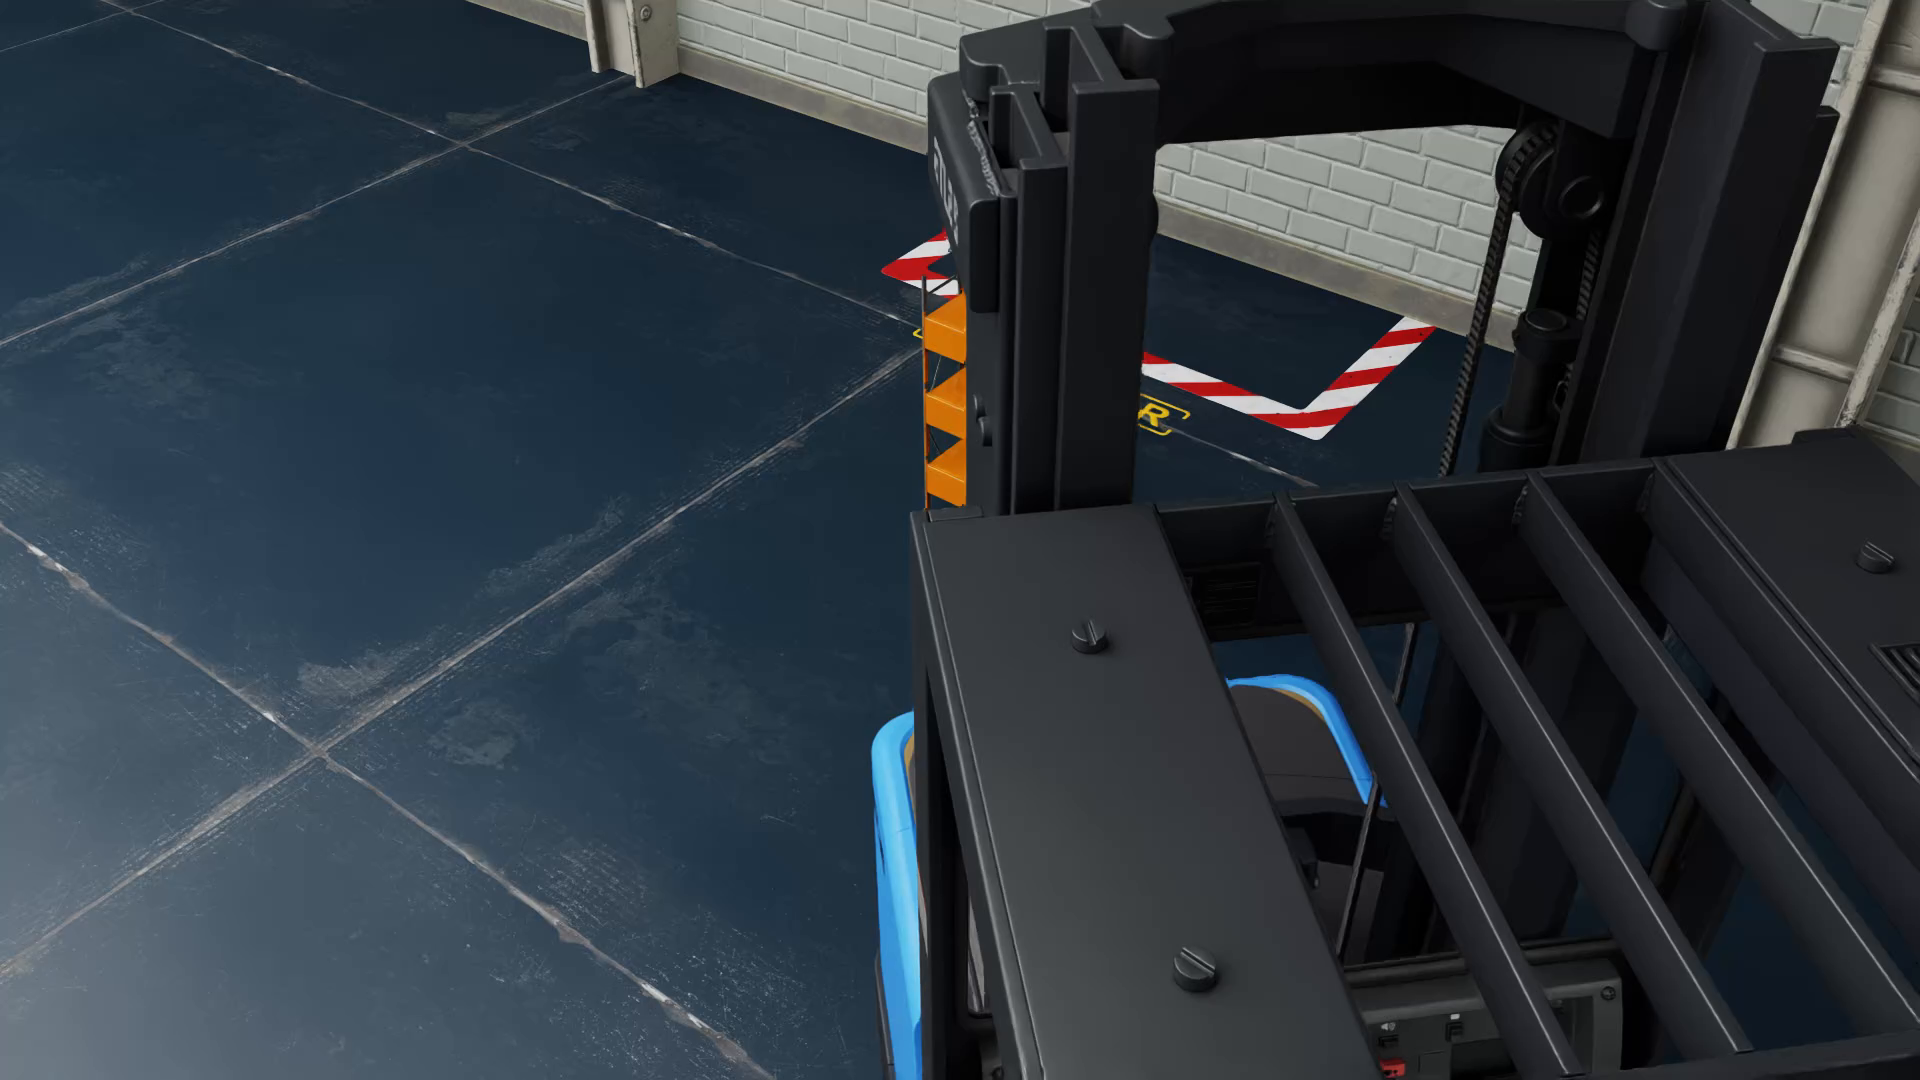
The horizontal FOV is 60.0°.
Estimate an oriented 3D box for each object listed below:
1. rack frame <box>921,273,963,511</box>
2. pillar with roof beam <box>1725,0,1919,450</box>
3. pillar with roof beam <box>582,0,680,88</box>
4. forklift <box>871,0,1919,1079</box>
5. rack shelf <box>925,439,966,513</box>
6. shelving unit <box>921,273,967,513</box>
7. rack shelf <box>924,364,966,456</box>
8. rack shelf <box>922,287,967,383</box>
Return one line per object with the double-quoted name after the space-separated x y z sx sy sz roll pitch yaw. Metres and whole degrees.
-0.054 -0.439 5.459 0.008 1.050 0.200 25 45 29 "rack frame"
0.407 -1.729 0.658 0.400 9.000 9.100 25 45 29 "pillar with roof beam"
-4.359 -3.976 3.529 0.400 9.000 9.100 25 45 29 "pillar with roof beam"
0.527 0.915 2.204 1.130 2.935 3.031 -5 38 -7 "forklift"
0.043 -0.166 5.579 0.240 0.259 0.215 25 45 29 "rack shelf"
0.043 -0.393 5.401 0.252 1.050 0.215 25 45 29 "shelving unit"
0.043 -0.385 5.407 0.240 0.259 0.215 25 45 29 "rack shelf"
0.043 -0.608 5.232 0.240 0.259 0.215 25 45 29 "rack shelf"
